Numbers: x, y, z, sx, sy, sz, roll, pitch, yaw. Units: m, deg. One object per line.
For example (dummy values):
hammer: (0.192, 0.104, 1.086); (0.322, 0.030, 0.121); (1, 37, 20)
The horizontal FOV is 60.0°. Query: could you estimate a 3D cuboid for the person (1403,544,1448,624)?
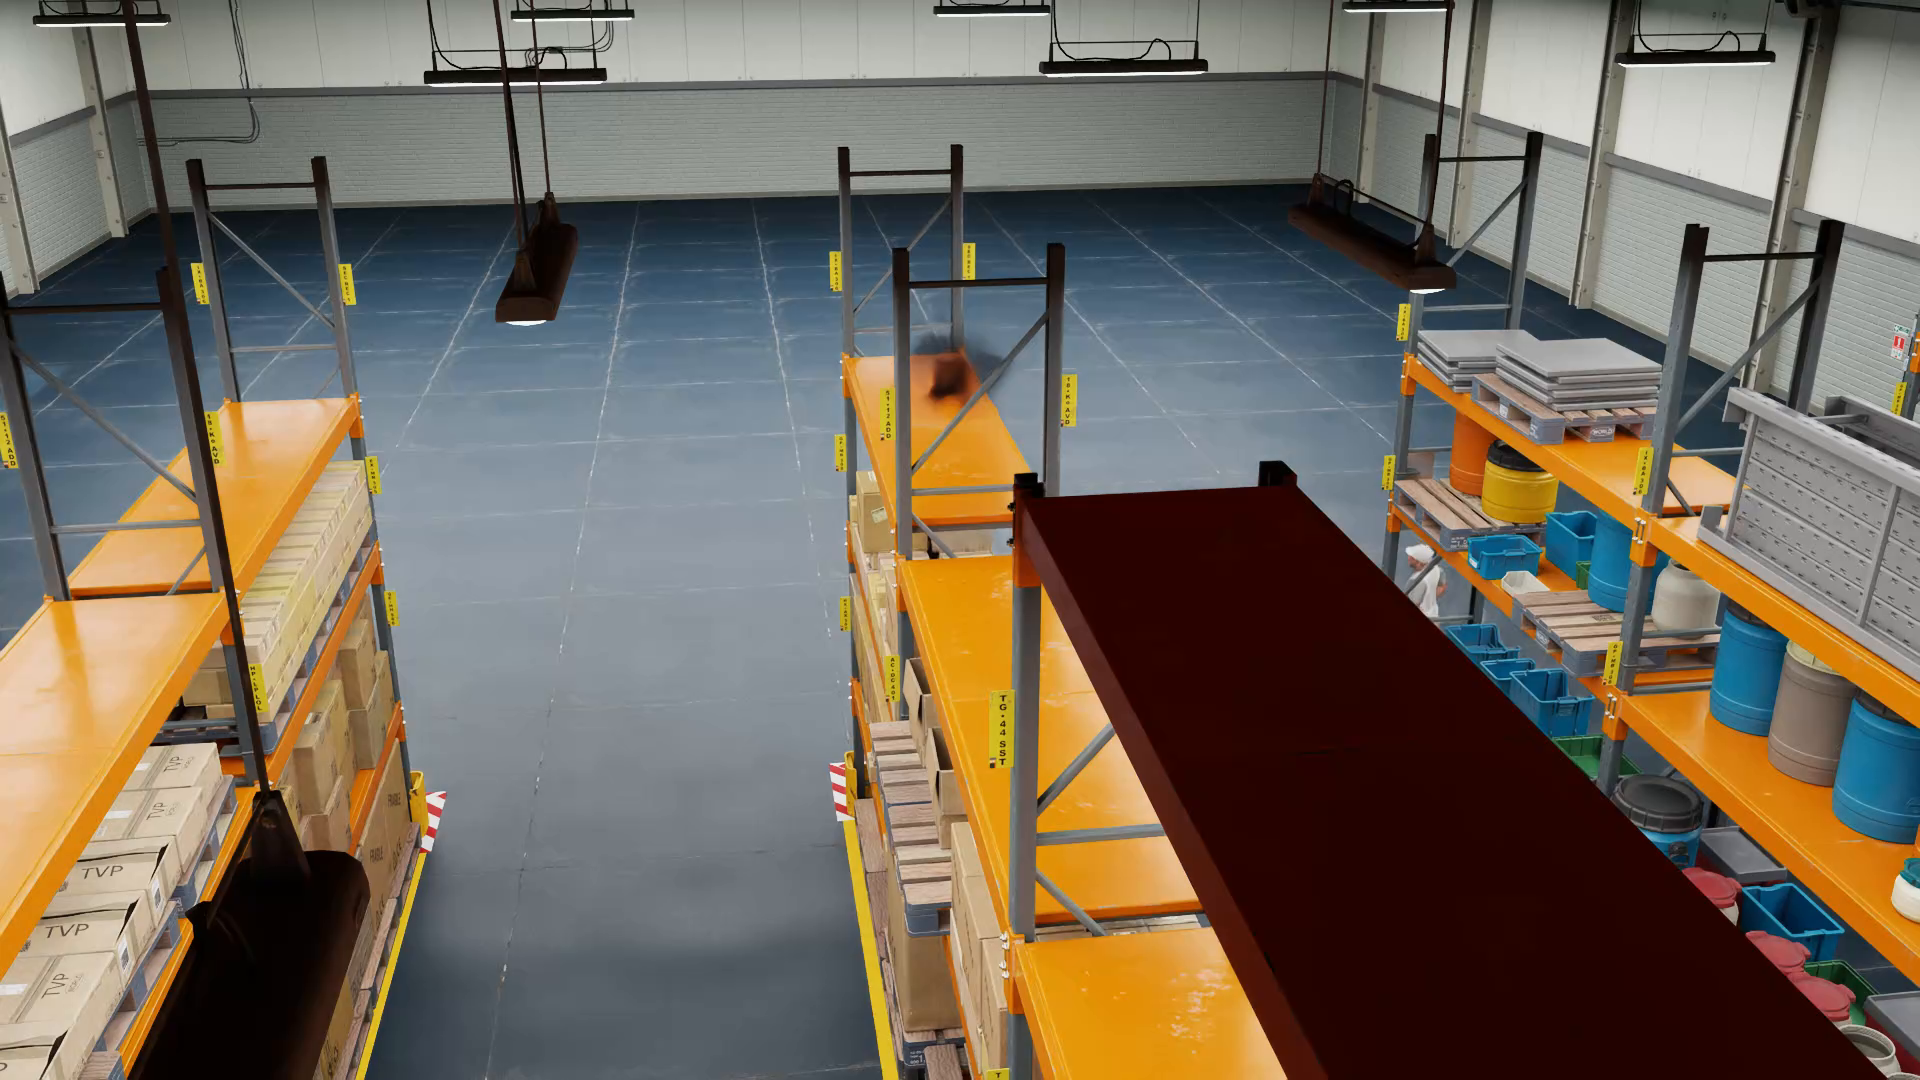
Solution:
person: (4.720, 0.818, 17.239); (0.544, 1.719, 0.668); (13, 25, 29)
